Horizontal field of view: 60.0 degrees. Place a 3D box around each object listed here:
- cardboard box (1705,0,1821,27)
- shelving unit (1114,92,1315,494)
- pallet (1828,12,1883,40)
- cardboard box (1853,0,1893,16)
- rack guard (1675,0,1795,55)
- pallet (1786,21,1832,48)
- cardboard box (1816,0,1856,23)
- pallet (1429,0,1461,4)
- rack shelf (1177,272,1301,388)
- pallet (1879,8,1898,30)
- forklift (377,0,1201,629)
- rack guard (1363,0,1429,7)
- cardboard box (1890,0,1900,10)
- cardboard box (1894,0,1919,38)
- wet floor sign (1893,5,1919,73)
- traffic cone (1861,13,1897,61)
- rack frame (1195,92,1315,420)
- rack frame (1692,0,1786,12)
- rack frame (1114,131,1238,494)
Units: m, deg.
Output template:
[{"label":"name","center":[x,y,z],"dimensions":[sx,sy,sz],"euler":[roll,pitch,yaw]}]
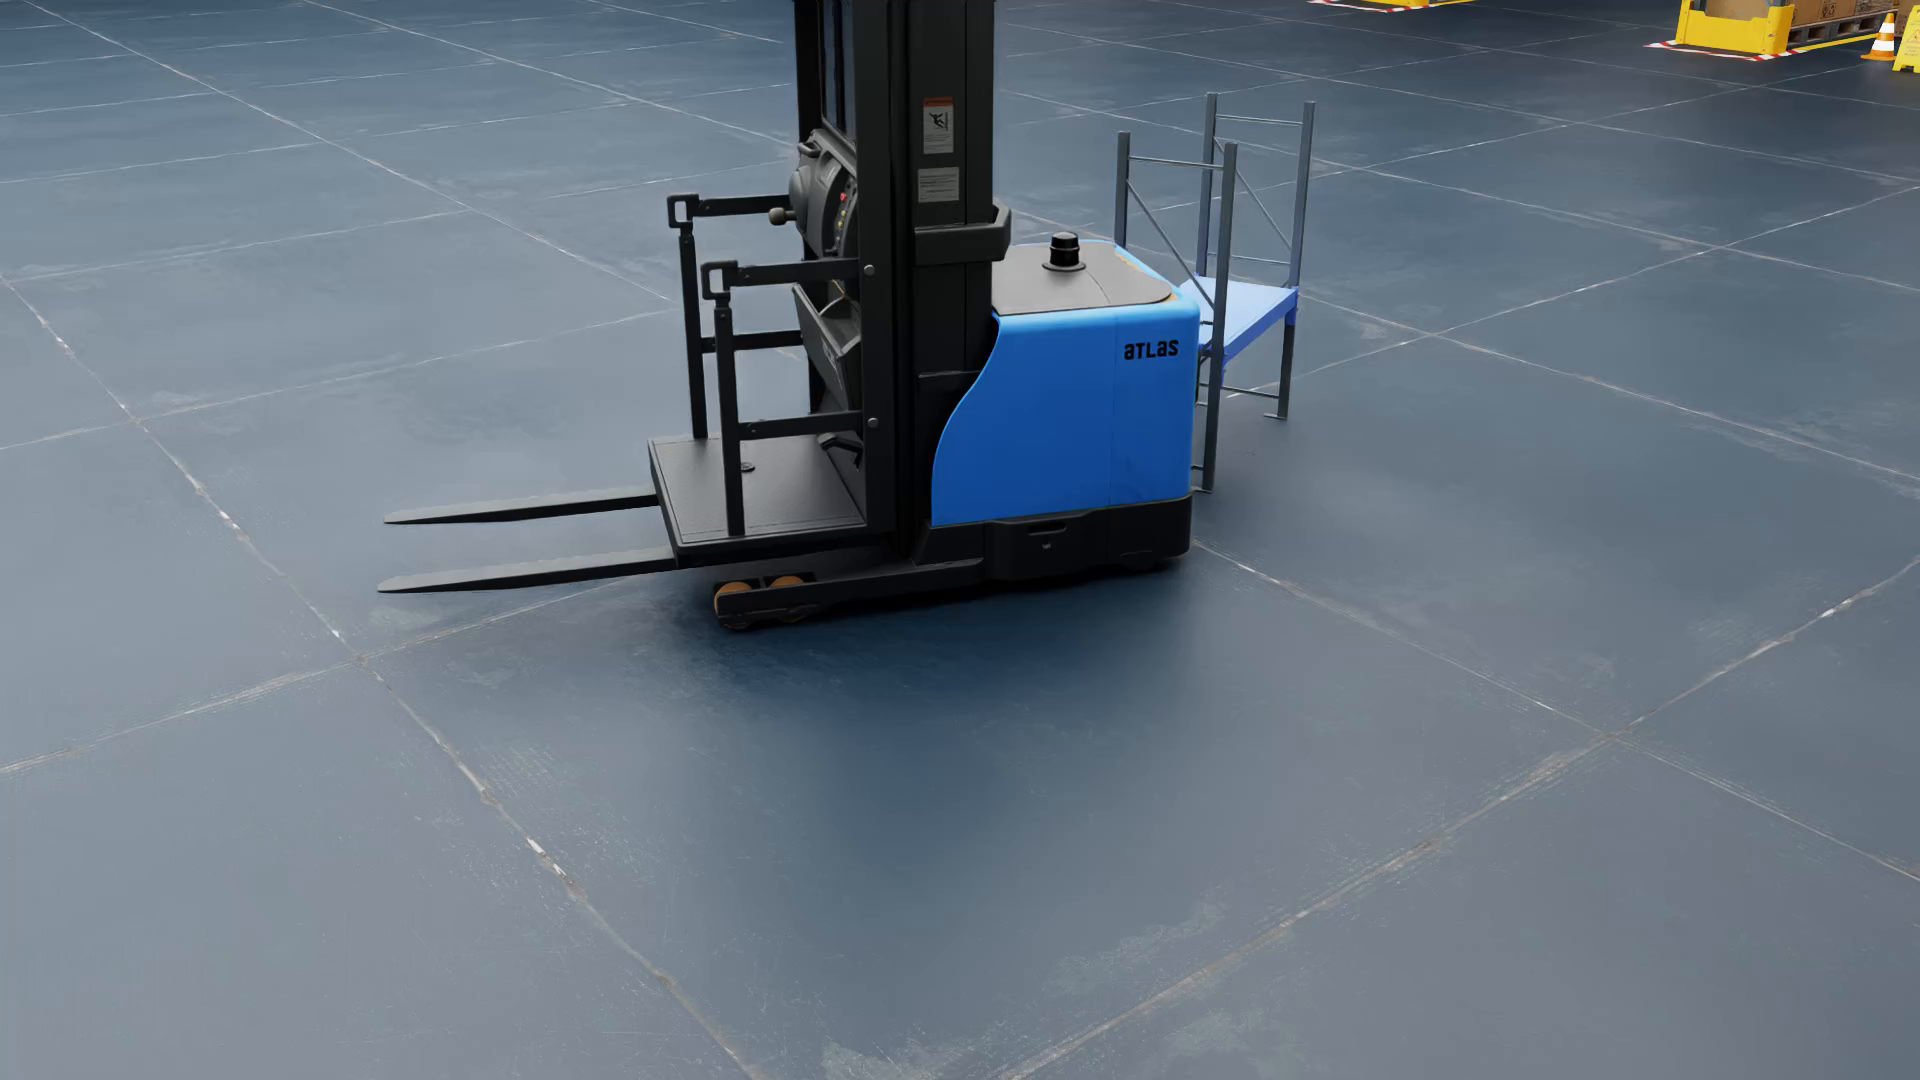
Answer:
[{"label":"cardboard box","center":[9.146,-6.322,18.835],"dimensions":[0.875,0.875,0.875],"euler":[-18,30,-34]},{"label":"shelving unit","center":[1.110,-1.123,7.387],"dimensions":[0.538,1.500,1.048],"euler":[13,28,25]},{"label":"pallet","center":[10.194,-6.182,19.819],"dimensions":[1.213,0.211,1.003],"euler":[-18,31,-34]},{"label":"cardboard box","center":[10.556,-6.788,19.838],"dimensions":[0.875,0.875,0.875],"euler":[-18,30,-34]},{"label":"rack guard","center":[8.635,-5.758,18.562],"dimensions":[0.348,0.500,1.175],"euler":[-18,31,-34]},{"label":"pallet","center":[9.234,-5.866,19.140],"dimensions":[1.213,0.211,1.003],"euler":[-18,31,-34]},{"label":"cardboard box","center":[9.837,-6.552,19.329],"dimensions":[0.875,0.875,0.875],"euler":[-19,31,-35]},{"label":"pallet","center":[6.393,-7.521,22.705],"dimensions":[1.213,0.211,1.003],"euler":[-18,31,-34]},{"label":"rack shelf","center":[1.110,-0.959,7.463],"dimensions":[0.538,0.185,1.000],"euler":[13,28,25]},{"label":"pallet","center":[11.154,-6.500,20.505],"dimensions":[1.213,0.211,1.003],"euler":[-18,31,-34]},{"label":"forklift","center":[-0.675,-1.253,5.968],"dimensions":[3.031,2.935,1.130],"euler":[-7,26,-14]},{"label":"rack guard","center":[5.732,-7.453,22.215],"dimensions":[0.348,0.500,1.175],"euler":[-18,31,-34]},{"label":"cardboard box","center":[11.263,-7.023,20.345],"dimensions":[0.875,0.875,0.875],"euler":[-18,30,-33]},{"label":"cardboard box","center":[11.213,-6.061,19.213],"dimensions":[0.500,0.500,0.500],"euler":[-13,28,-25]},{"label":"wet floor sign","center":[9.852,-5.166,17.115],"dimensions":[0.267,0.644,0.232],"euler":[21,32,37]},{"label":"traffic cone","center":[9.948,-5.415,17.867],"dimensions":[0.334,0.463,0.336],"euler":[-18,31,-34]},{"label":"rack frame","center":[1.351,-1.311,7.794],"dimensions":[0.500,1.500,0.032],"euler":[13,28,25]},{"label":"rack frame","center":[8.653,-6.898,18.049],"dimensions":[0.127,3.000,1.000],"euler":[-18,31,-34]},{"label":"rack frame","center":[0.870,-0.934,6.981],"dimensions":[0.500,1.500,0.032],"euler":[13,28,25]}]
